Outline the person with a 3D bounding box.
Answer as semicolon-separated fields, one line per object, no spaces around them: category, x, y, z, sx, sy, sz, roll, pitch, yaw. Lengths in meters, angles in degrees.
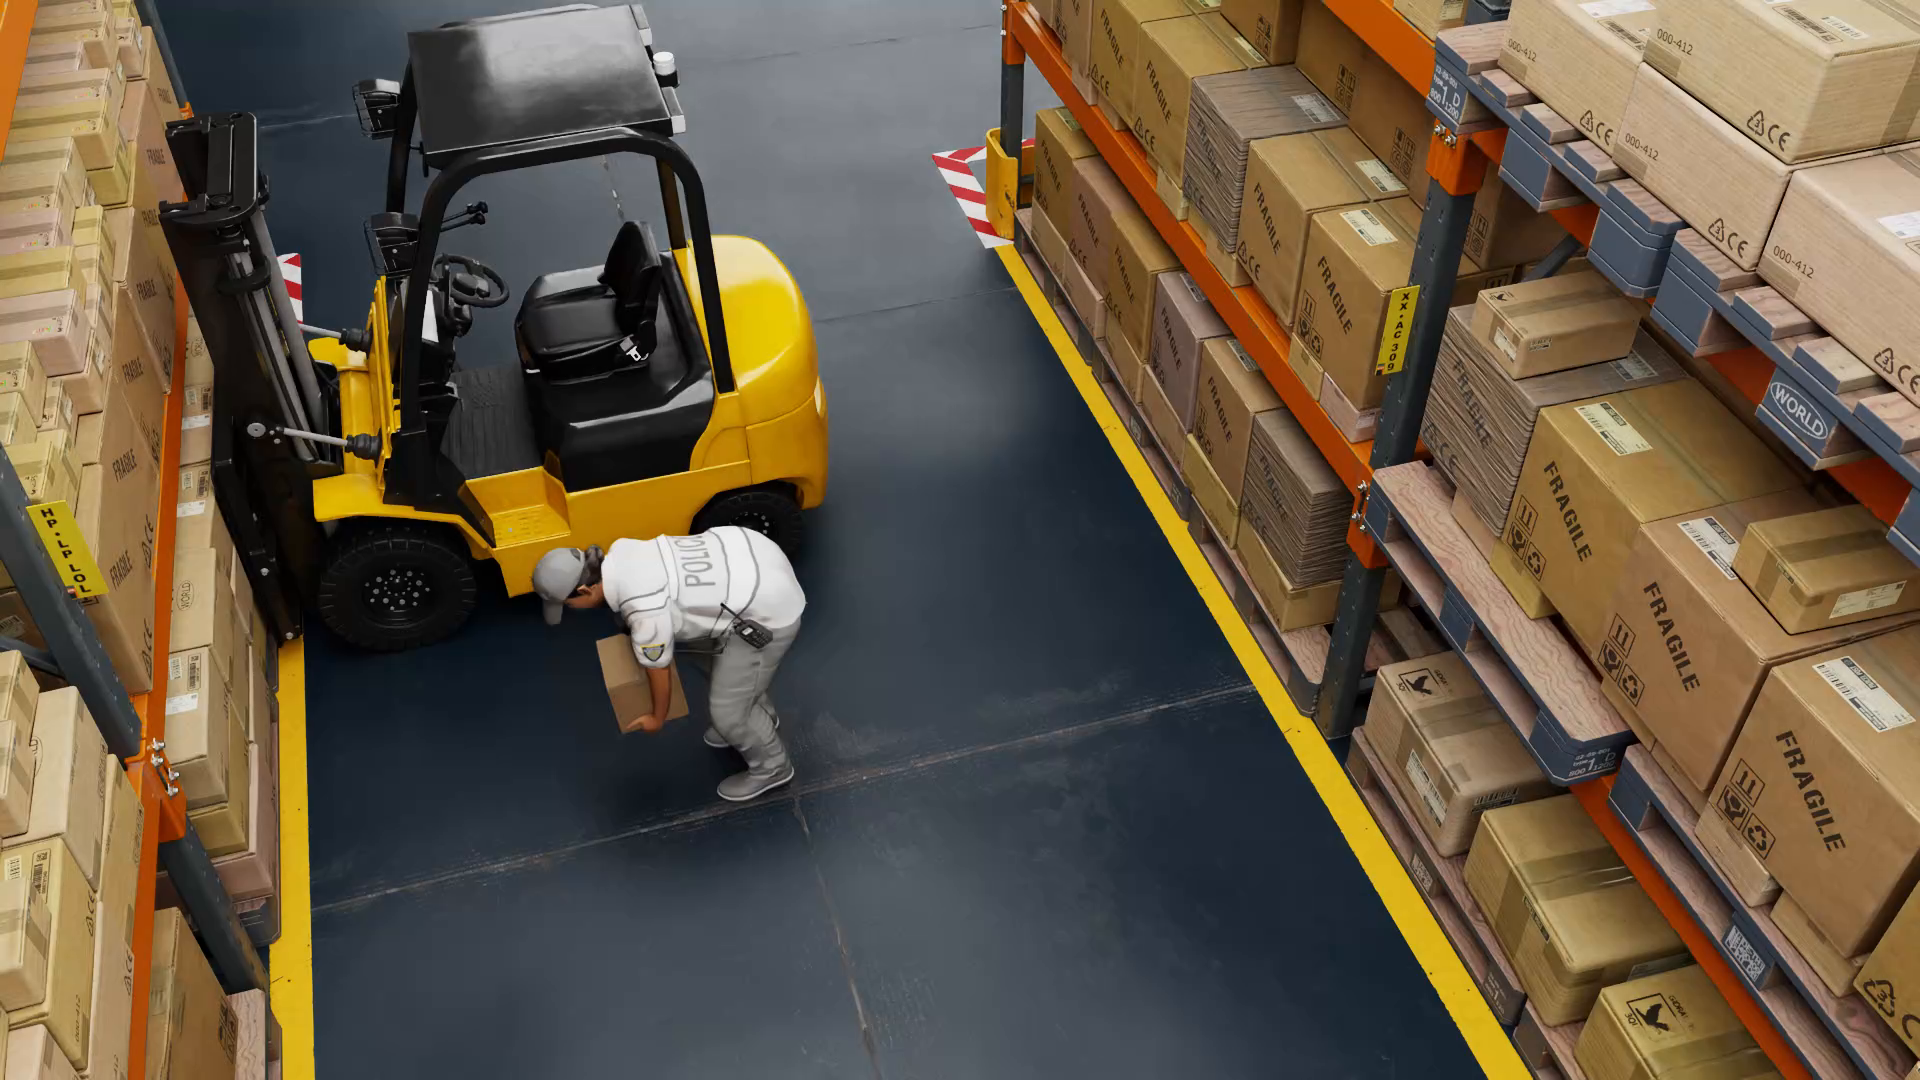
person;-0.985;0.430;6.000;0.874;1.254;0.462;-13;44;-14
